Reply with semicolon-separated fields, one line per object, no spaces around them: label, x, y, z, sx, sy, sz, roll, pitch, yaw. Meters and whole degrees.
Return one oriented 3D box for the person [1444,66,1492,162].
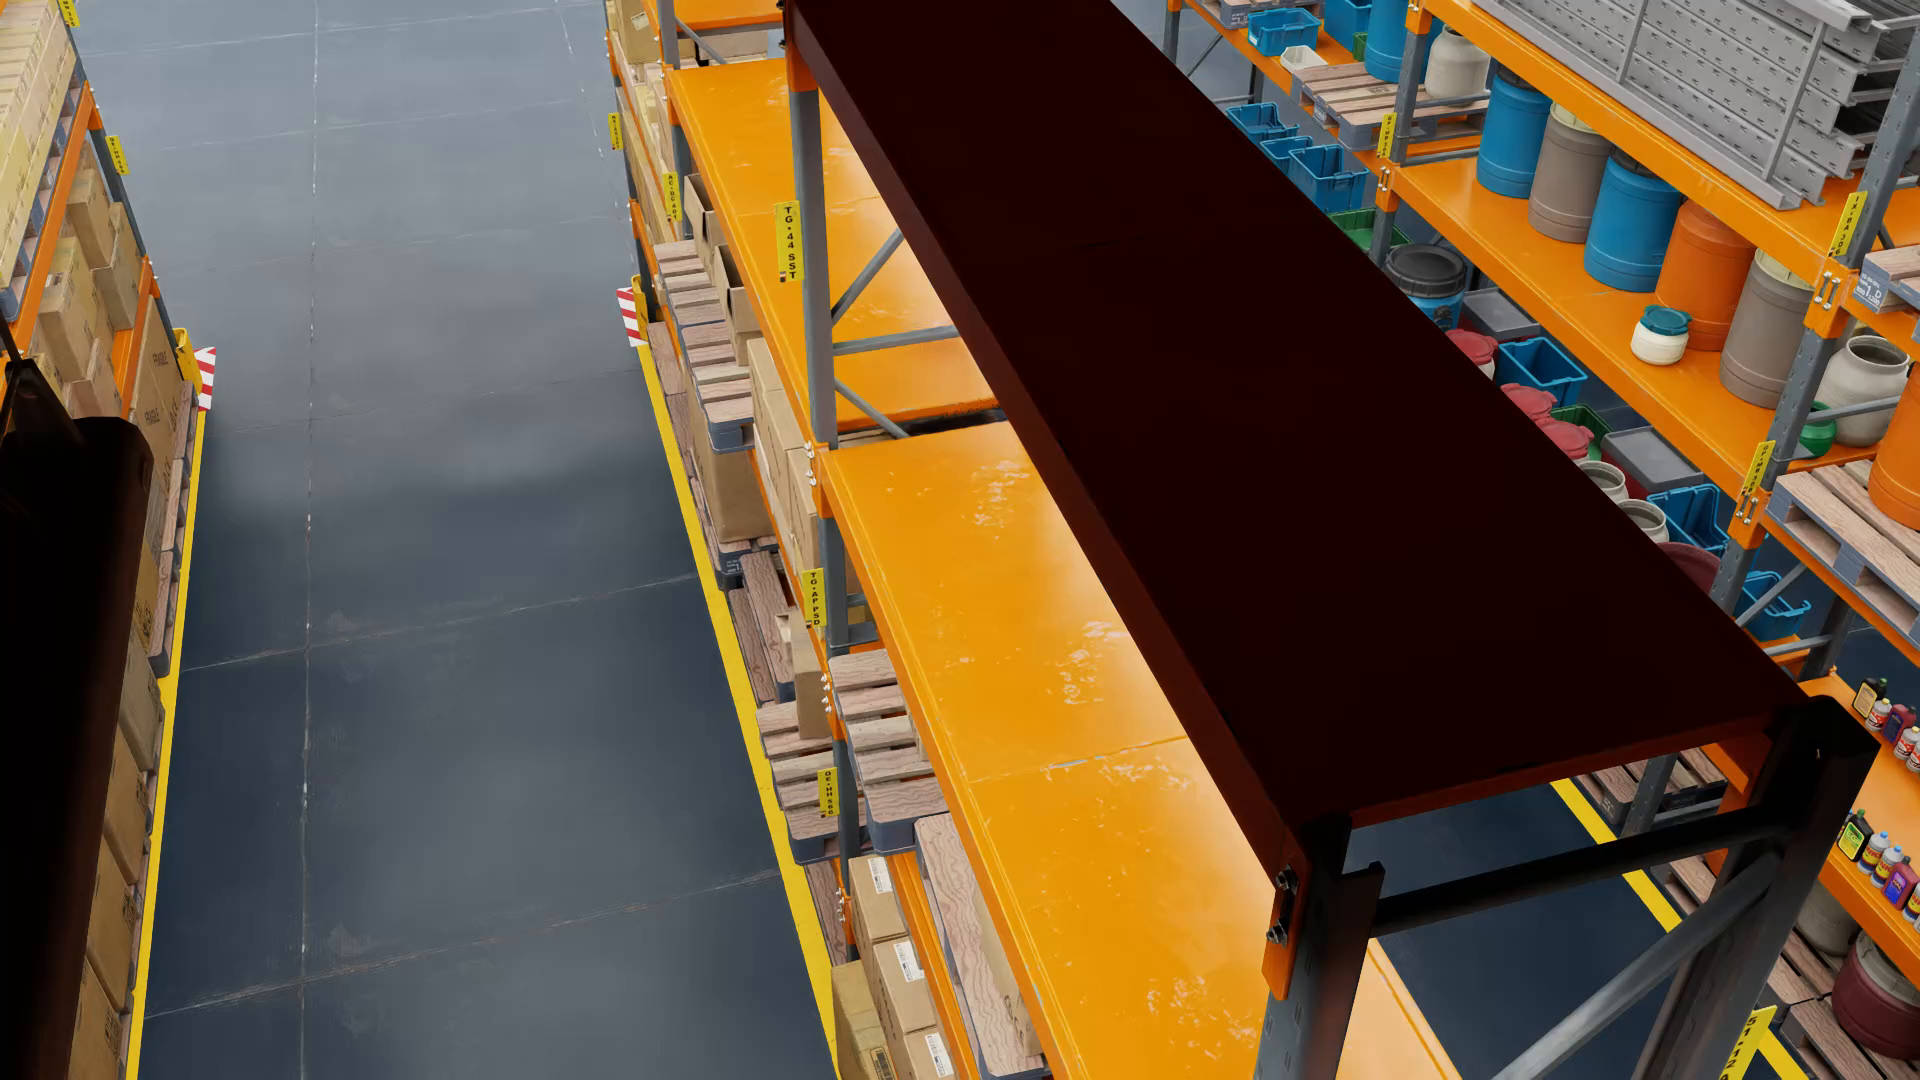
person;4.986;-3.932;16.414;0.491;1.676;0.485;5;39;6

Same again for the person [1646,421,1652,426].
person;5.402;-0.806;12.504;0.485;1.638;0.462;11;40;14
